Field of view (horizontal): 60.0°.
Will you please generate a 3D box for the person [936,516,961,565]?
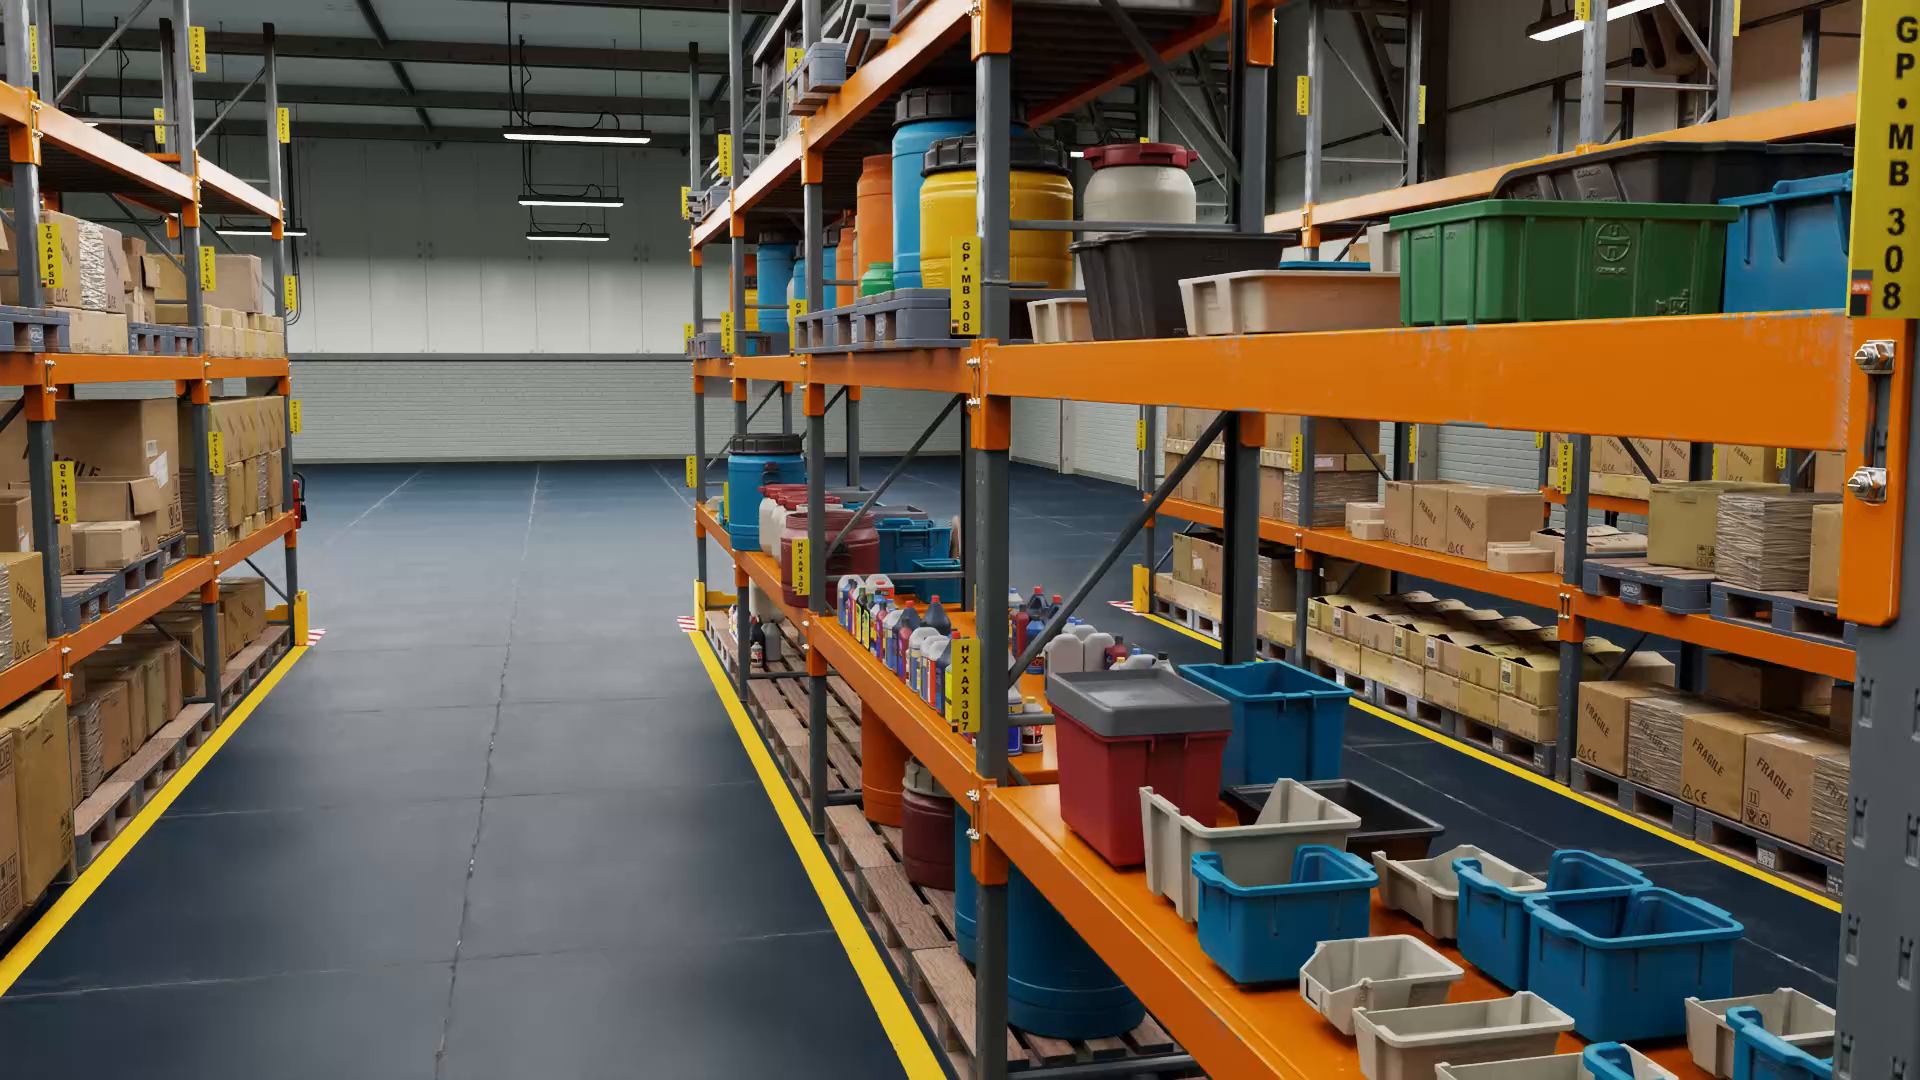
[{"bbox_3d":[-0.125,0.366,16.619,0.571,1.285,0.909,-2,6,-16],"label":"person"}]
